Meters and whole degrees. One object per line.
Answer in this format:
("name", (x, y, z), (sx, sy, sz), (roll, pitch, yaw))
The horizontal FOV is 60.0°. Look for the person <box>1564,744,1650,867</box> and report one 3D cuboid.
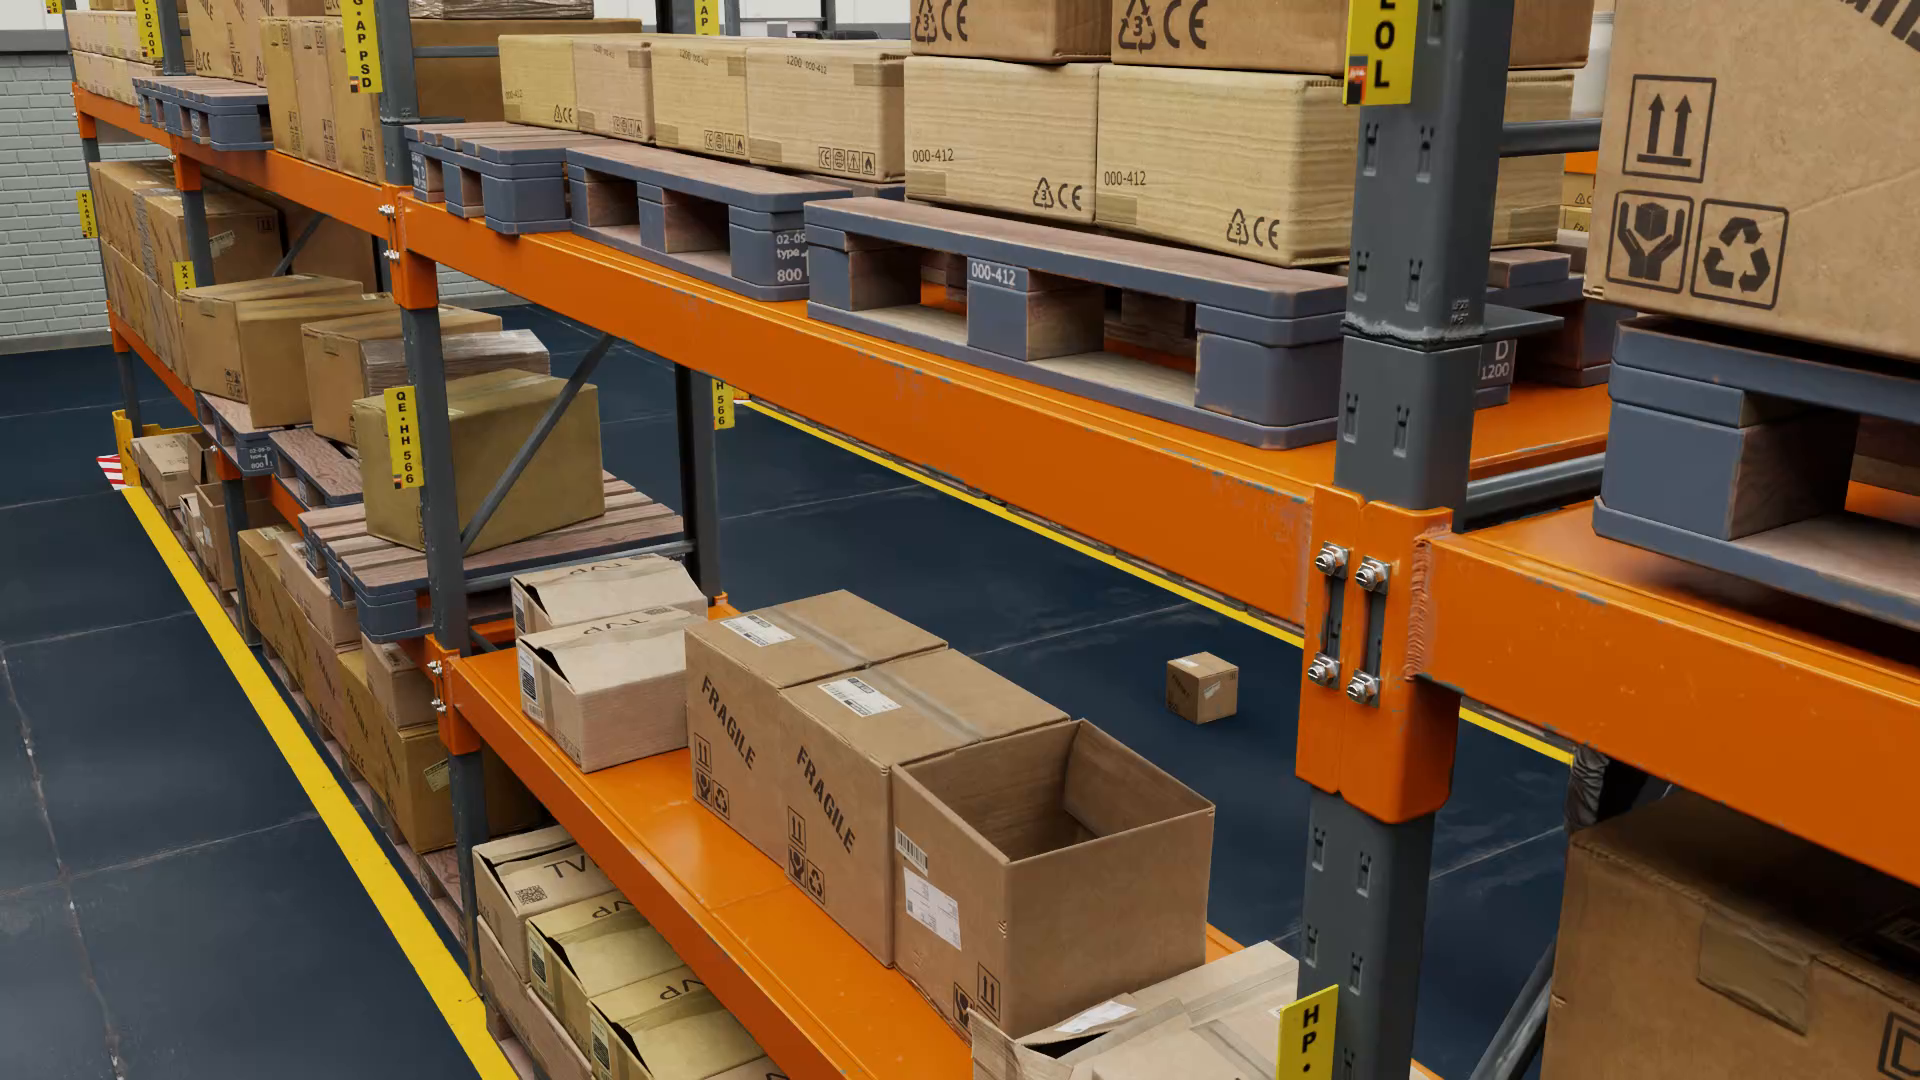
("person", (2.217, 0.959, 5.090), (0.543, 1.671, 0.969), (-8, 20, -24))
